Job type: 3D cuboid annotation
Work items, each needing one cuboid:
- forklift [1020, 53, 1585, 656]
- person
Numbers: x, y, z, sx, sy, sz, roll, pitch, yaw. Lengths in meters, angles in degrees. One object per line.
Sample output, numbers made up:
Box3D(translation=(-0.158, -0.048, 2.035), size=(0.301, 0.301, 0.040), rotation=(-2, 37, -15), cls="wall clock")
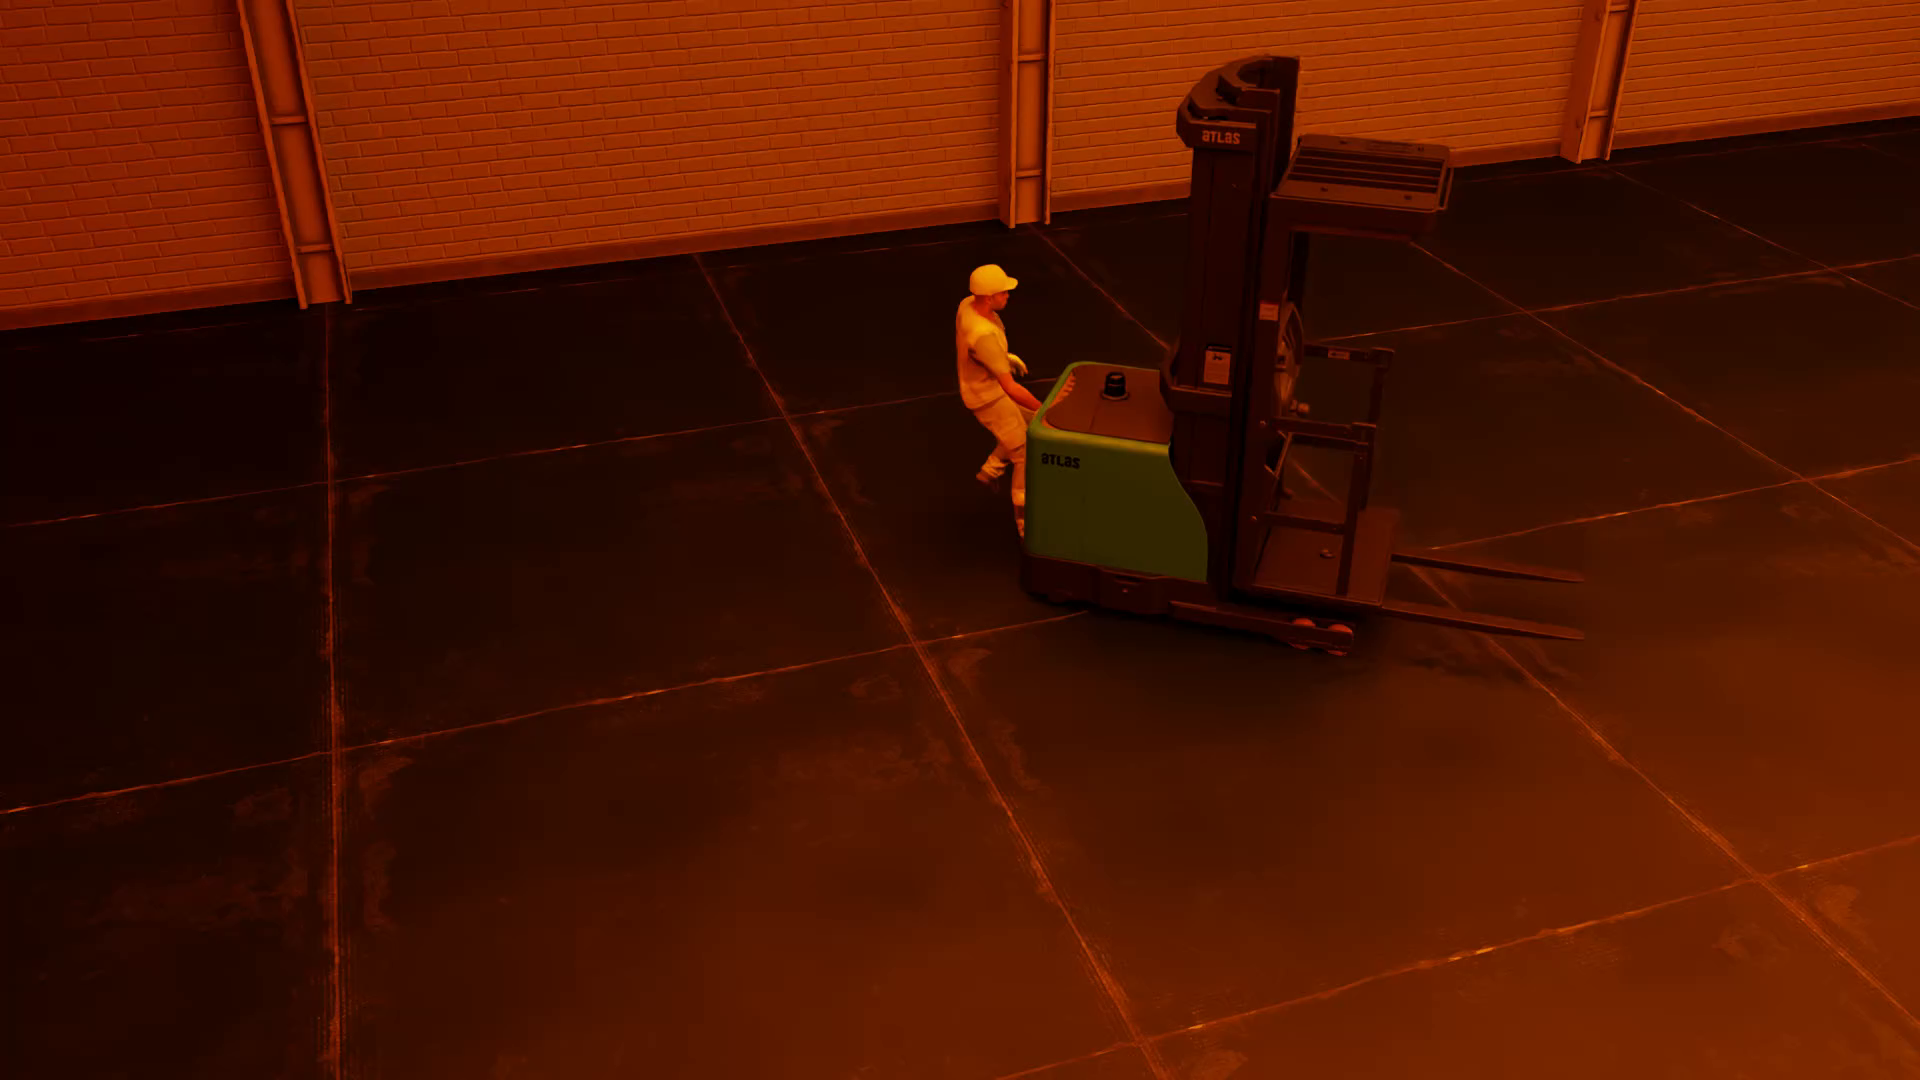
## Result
Box3D(translation=(1.919, -0.946, 8.732), size=(3.031, 2.935, 1.130), rotation=(9, 31, 15), cls="forklift")
Box3D(translation=(0.314, -0.857, 9.862), size=(0.667, 1.665, 0.794), rotation=(-1, 30, -3), cls="person")
